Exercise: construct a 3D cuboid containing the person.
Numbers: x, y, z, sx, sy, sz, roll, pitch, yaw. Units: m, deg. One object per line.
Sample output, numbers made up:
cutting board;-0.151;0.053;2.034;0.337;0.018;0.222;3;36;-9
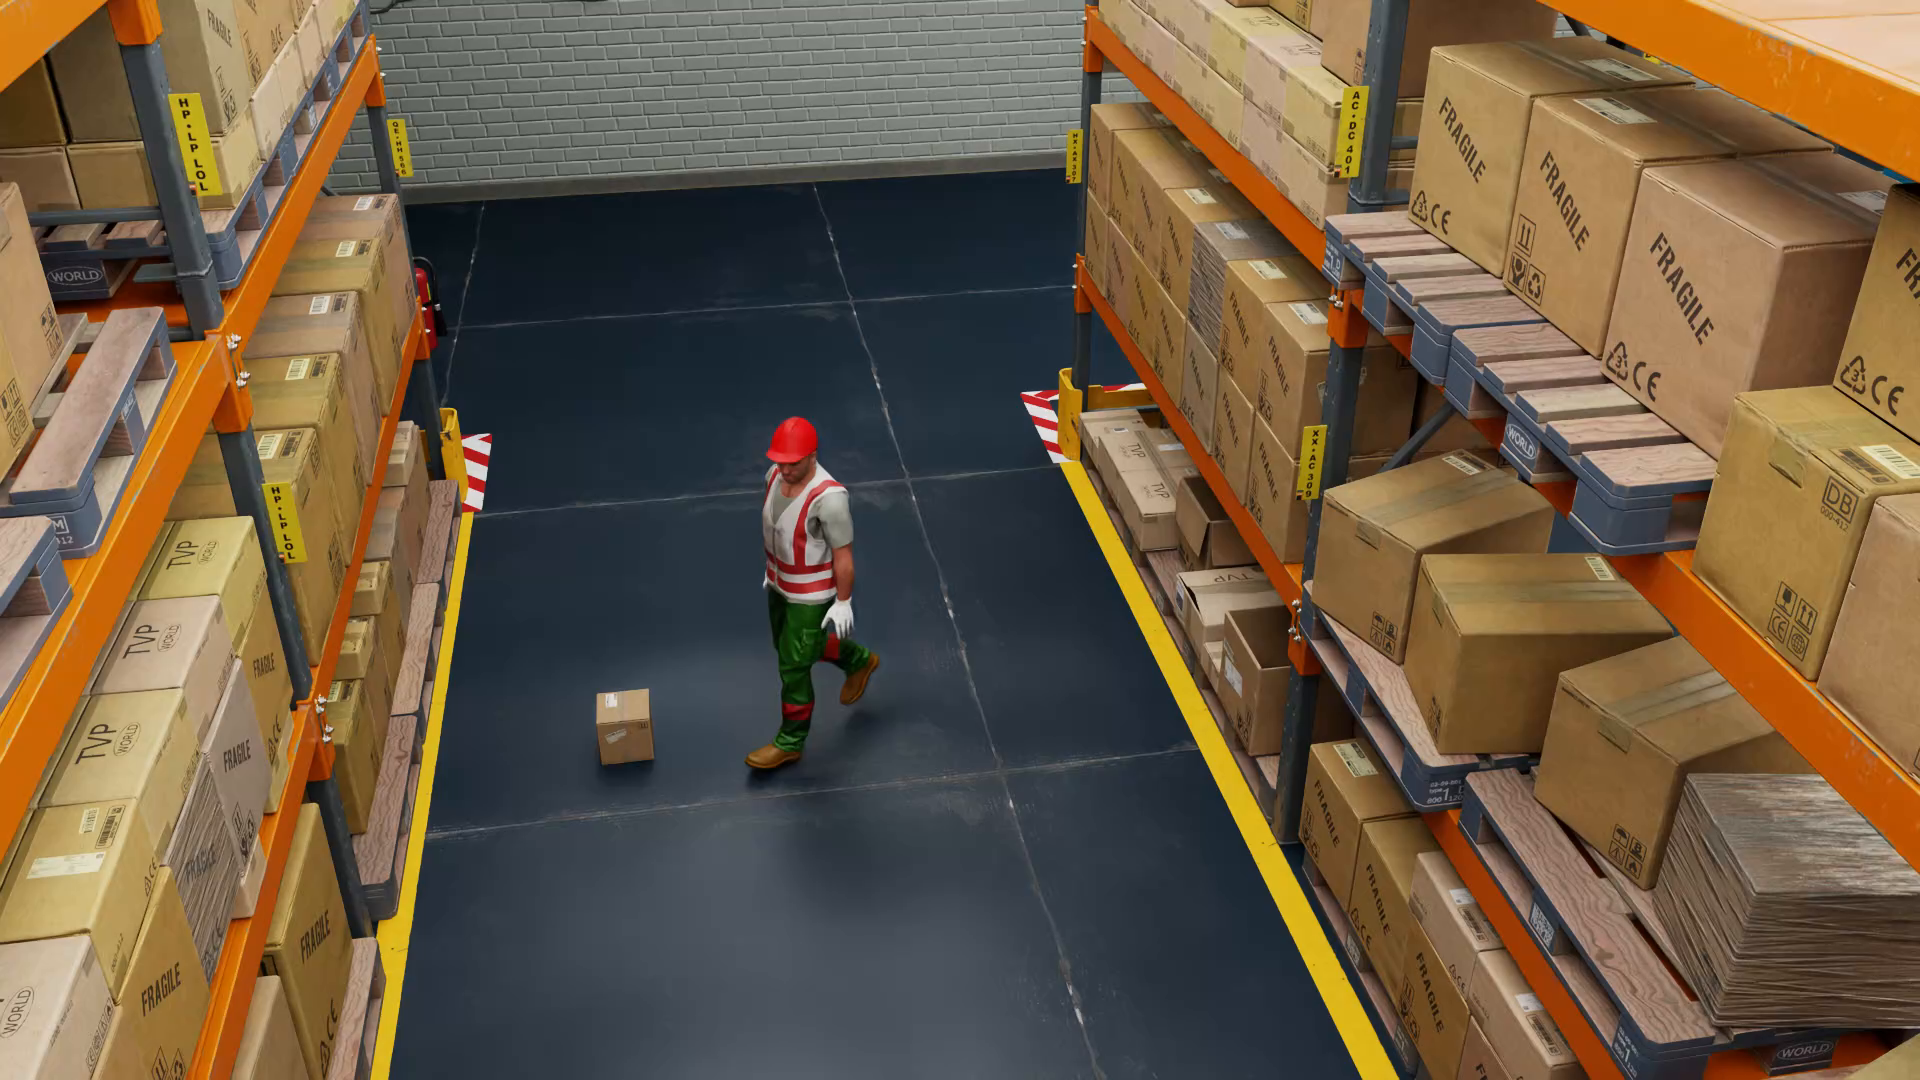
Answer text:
person;-0.711;0.206;7.764;0.850;1.776;0.601;-20;36;-30
